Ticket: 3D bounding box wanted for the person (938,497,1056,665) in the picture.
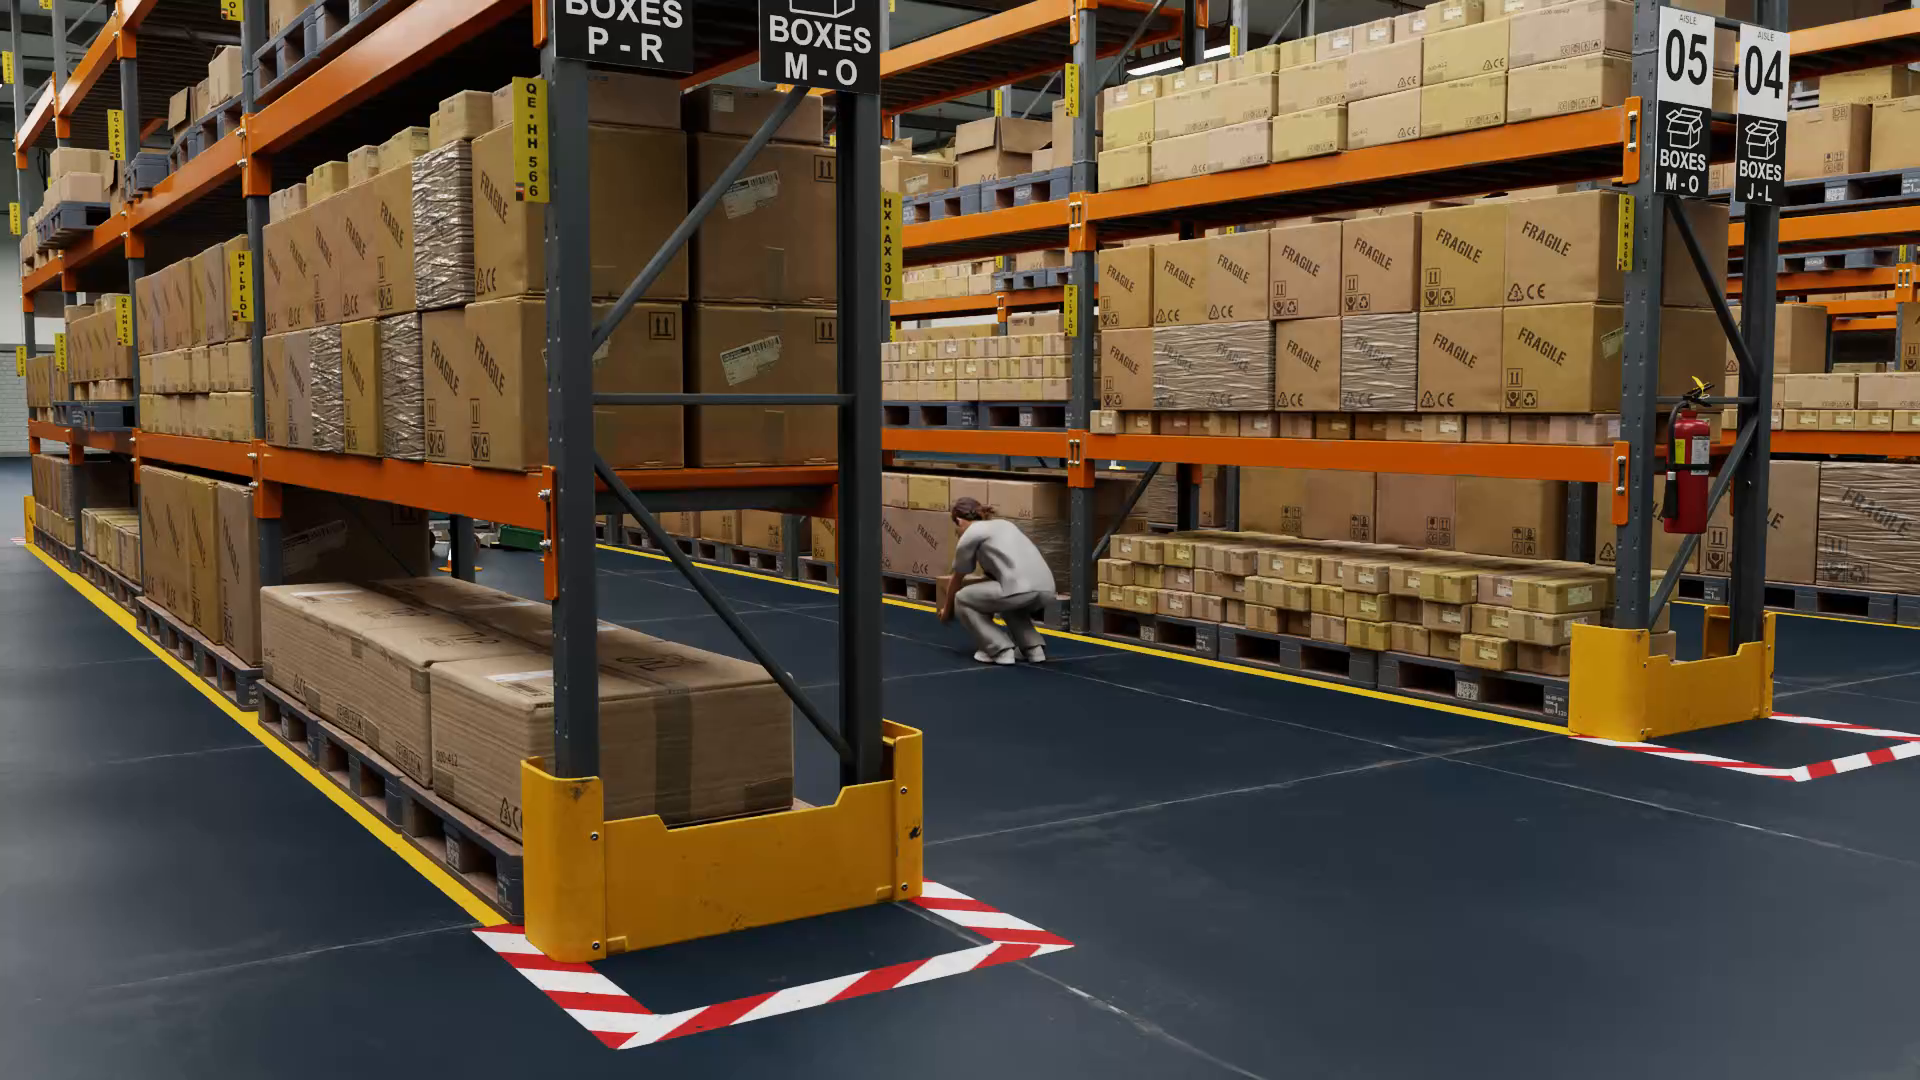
[{"bbox_3d":[0.207,0.229,9.741,0.465,0.947,0.823,-3,6,-35],"label":"person"}]
